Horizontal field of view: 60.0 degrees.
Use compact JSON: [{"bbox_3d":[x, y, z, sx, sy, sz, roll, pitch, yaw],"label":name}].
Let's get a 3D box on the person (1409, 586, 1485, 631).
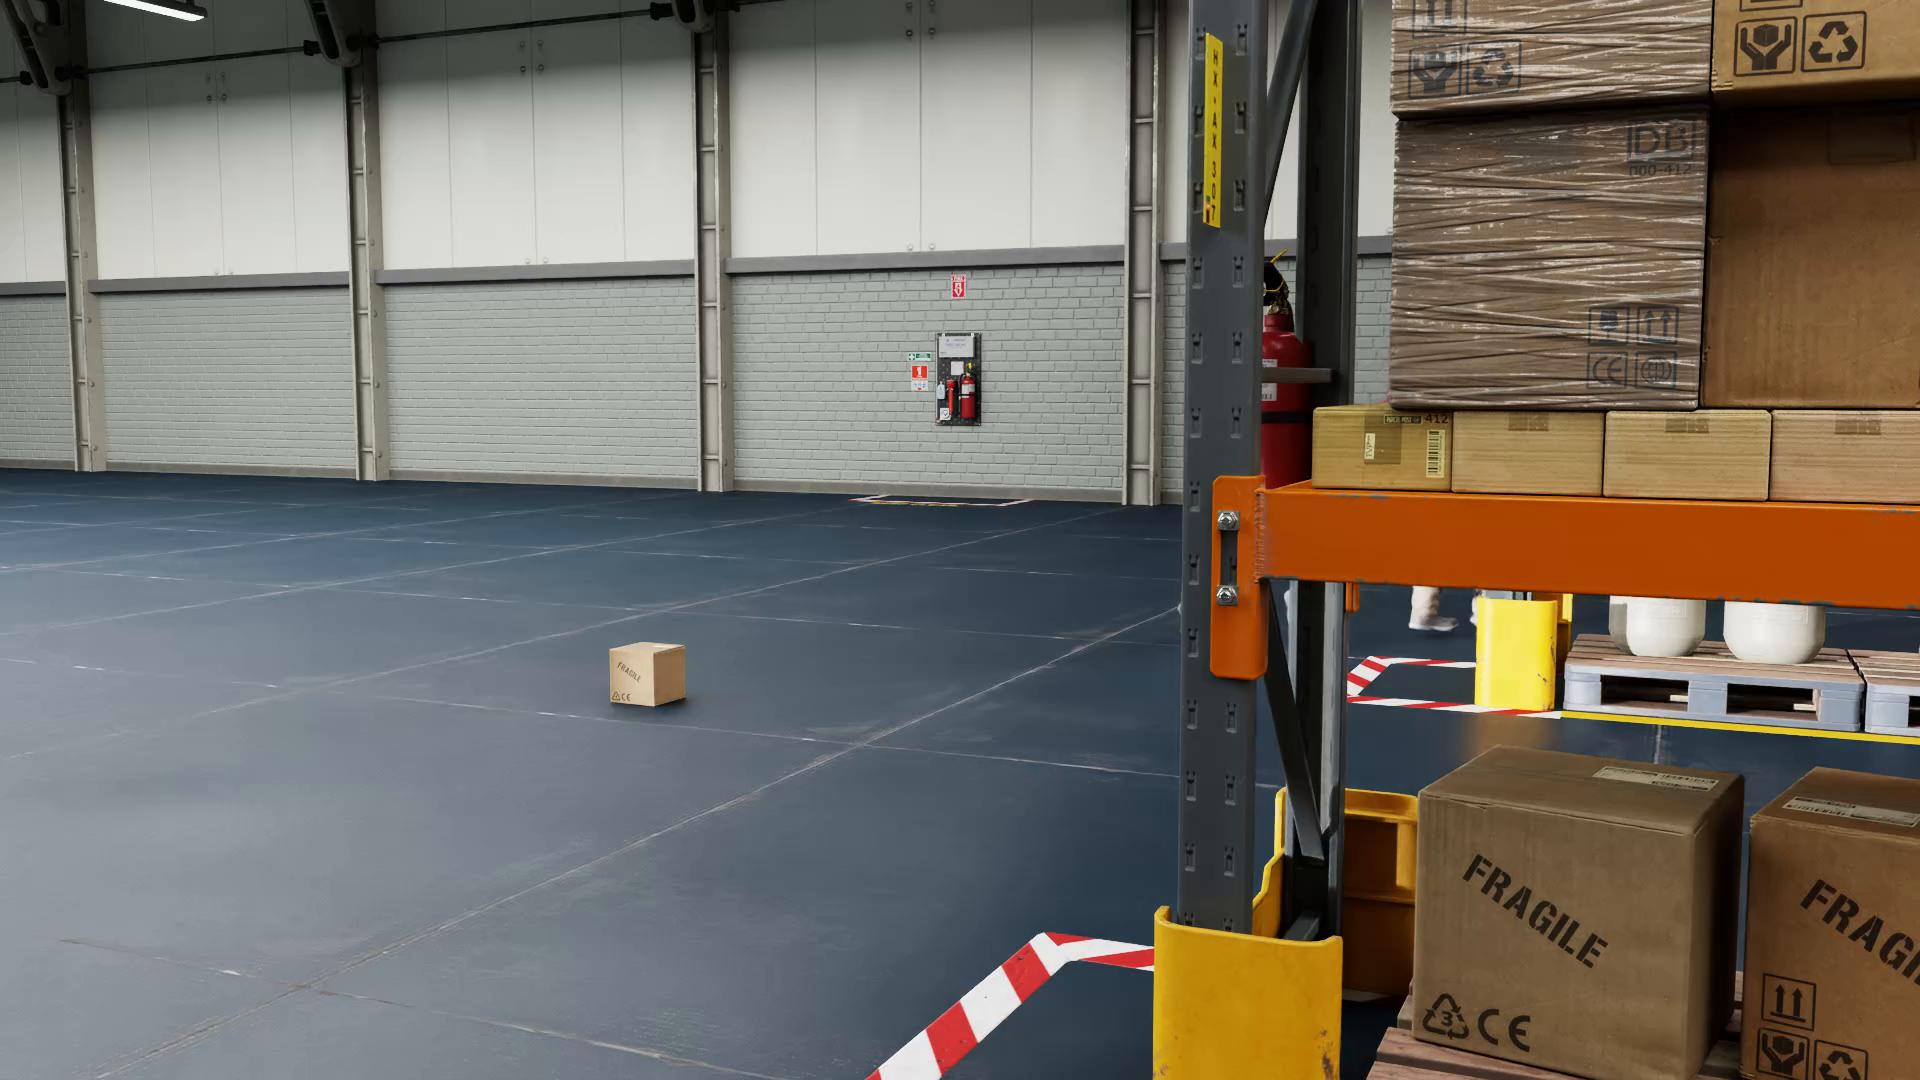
[{"bbox_3d":[2.974,-0.275,9.726,0.681,1.792,0.579,-3,6,-27],"label":"person"}]
